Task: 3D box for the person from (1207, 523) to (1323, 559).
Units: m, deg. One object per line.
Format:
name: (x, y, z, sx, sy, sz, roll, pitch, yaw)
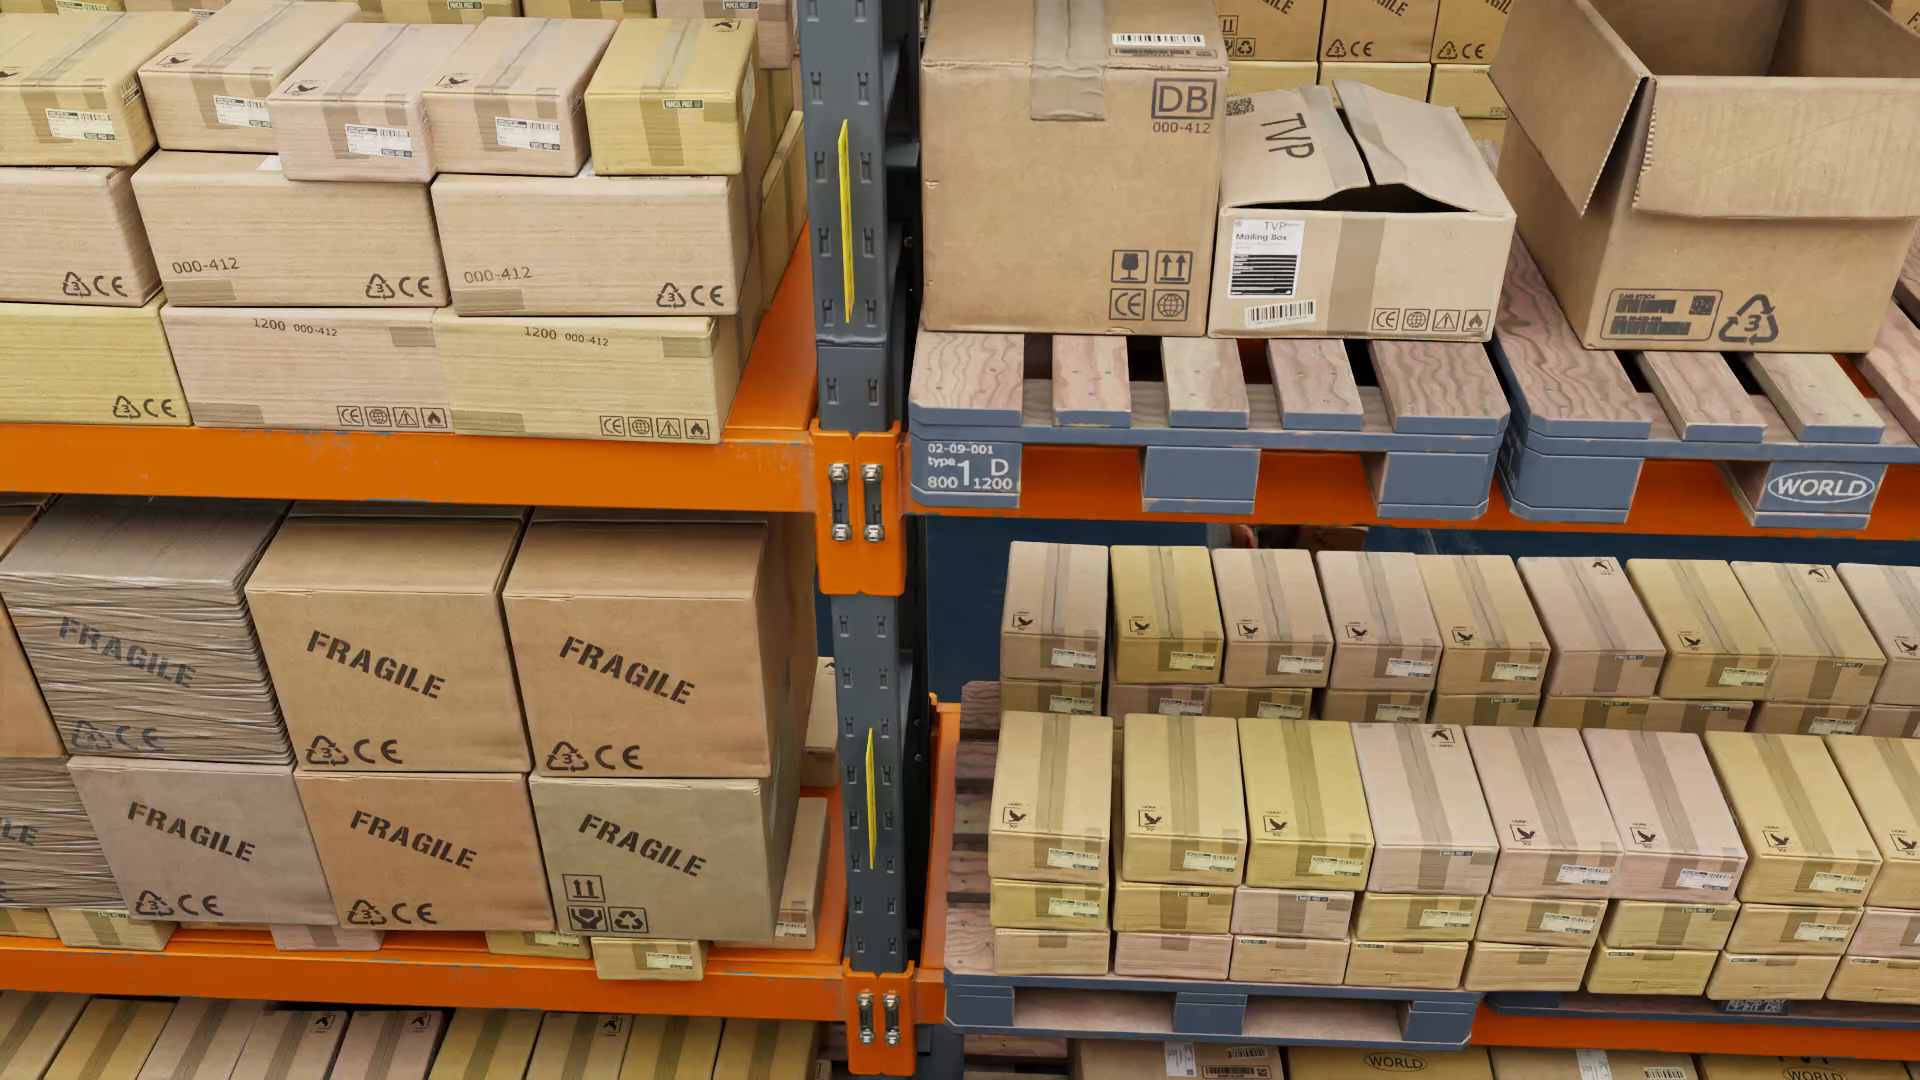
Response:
person: (1.166, -0.107, 6.255, 0.559, 1.771, 0.563, -19, 40, -25)
